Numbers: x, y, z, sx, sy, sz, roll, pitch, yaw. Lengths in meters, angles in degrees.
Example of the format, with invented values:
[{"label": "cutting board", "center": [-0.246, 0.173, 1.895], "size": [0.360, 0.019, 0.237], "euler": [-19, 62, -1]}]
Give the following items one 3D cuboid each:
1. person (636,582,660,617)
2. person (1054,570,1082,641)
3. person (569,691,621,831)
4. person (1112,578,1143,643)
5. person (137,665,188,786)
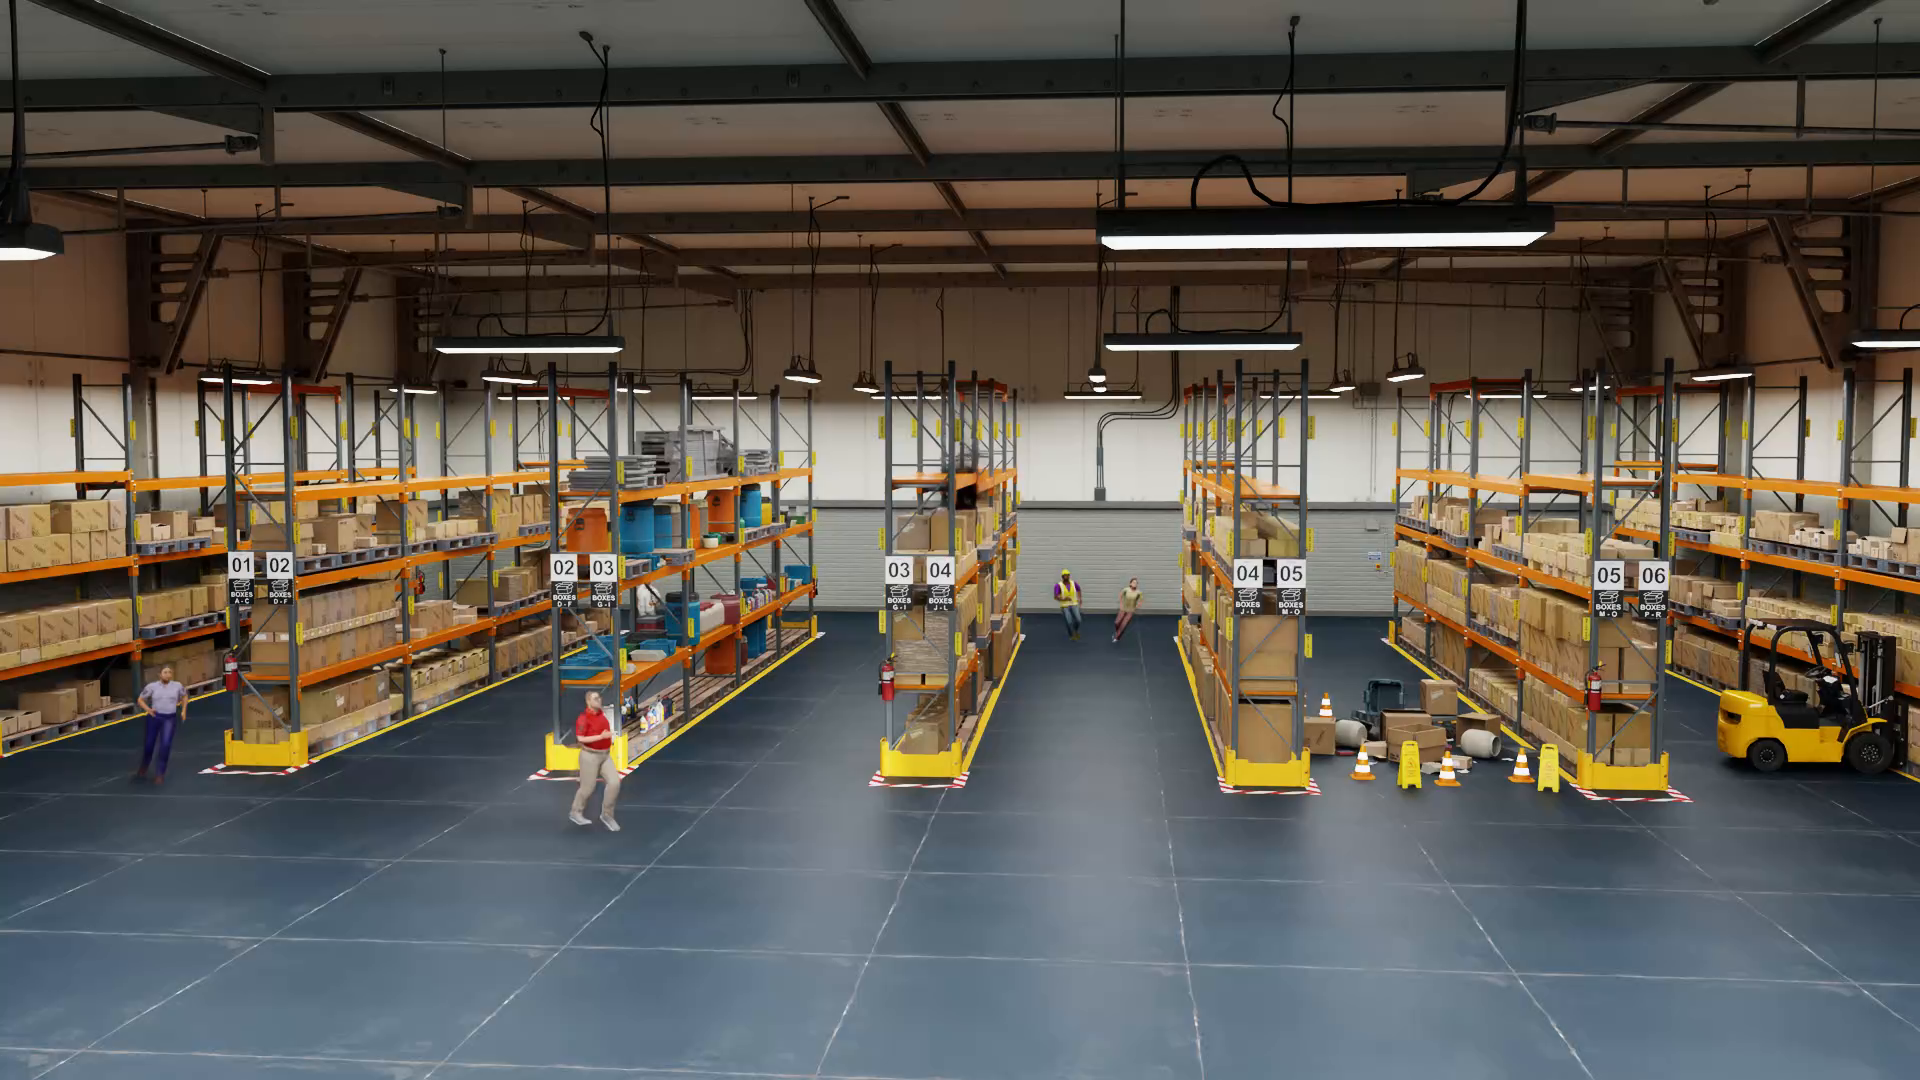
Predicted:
[{"label": "person", "center": [-7.261, 1.652, 38.551], "size": [0.620, 1.631, 0.793], "euler": [0, 4, -3]}, {"label": "person", "center": [2.566, 1.556, 39.327], "size": [0.698, 1.706, 0.567], "euler": [0, 4, -7]}, {"label": "person", "center": [-4.567, 2.778, 20.833], "size": [0.755, 1.791, 0.640], "euler": [2, 4, 30]}, {"label": "person", "center": [3.919, 1.654, 39.127], "size": [0.744, 1.545, 0.501], "euler": [1, 4, 18]}, {"label": "person", "center": [-11.446, 2.627, 23.857], "size": [0.695, 1.667, 0.847], "euler": [-2, 4, -25]}]
